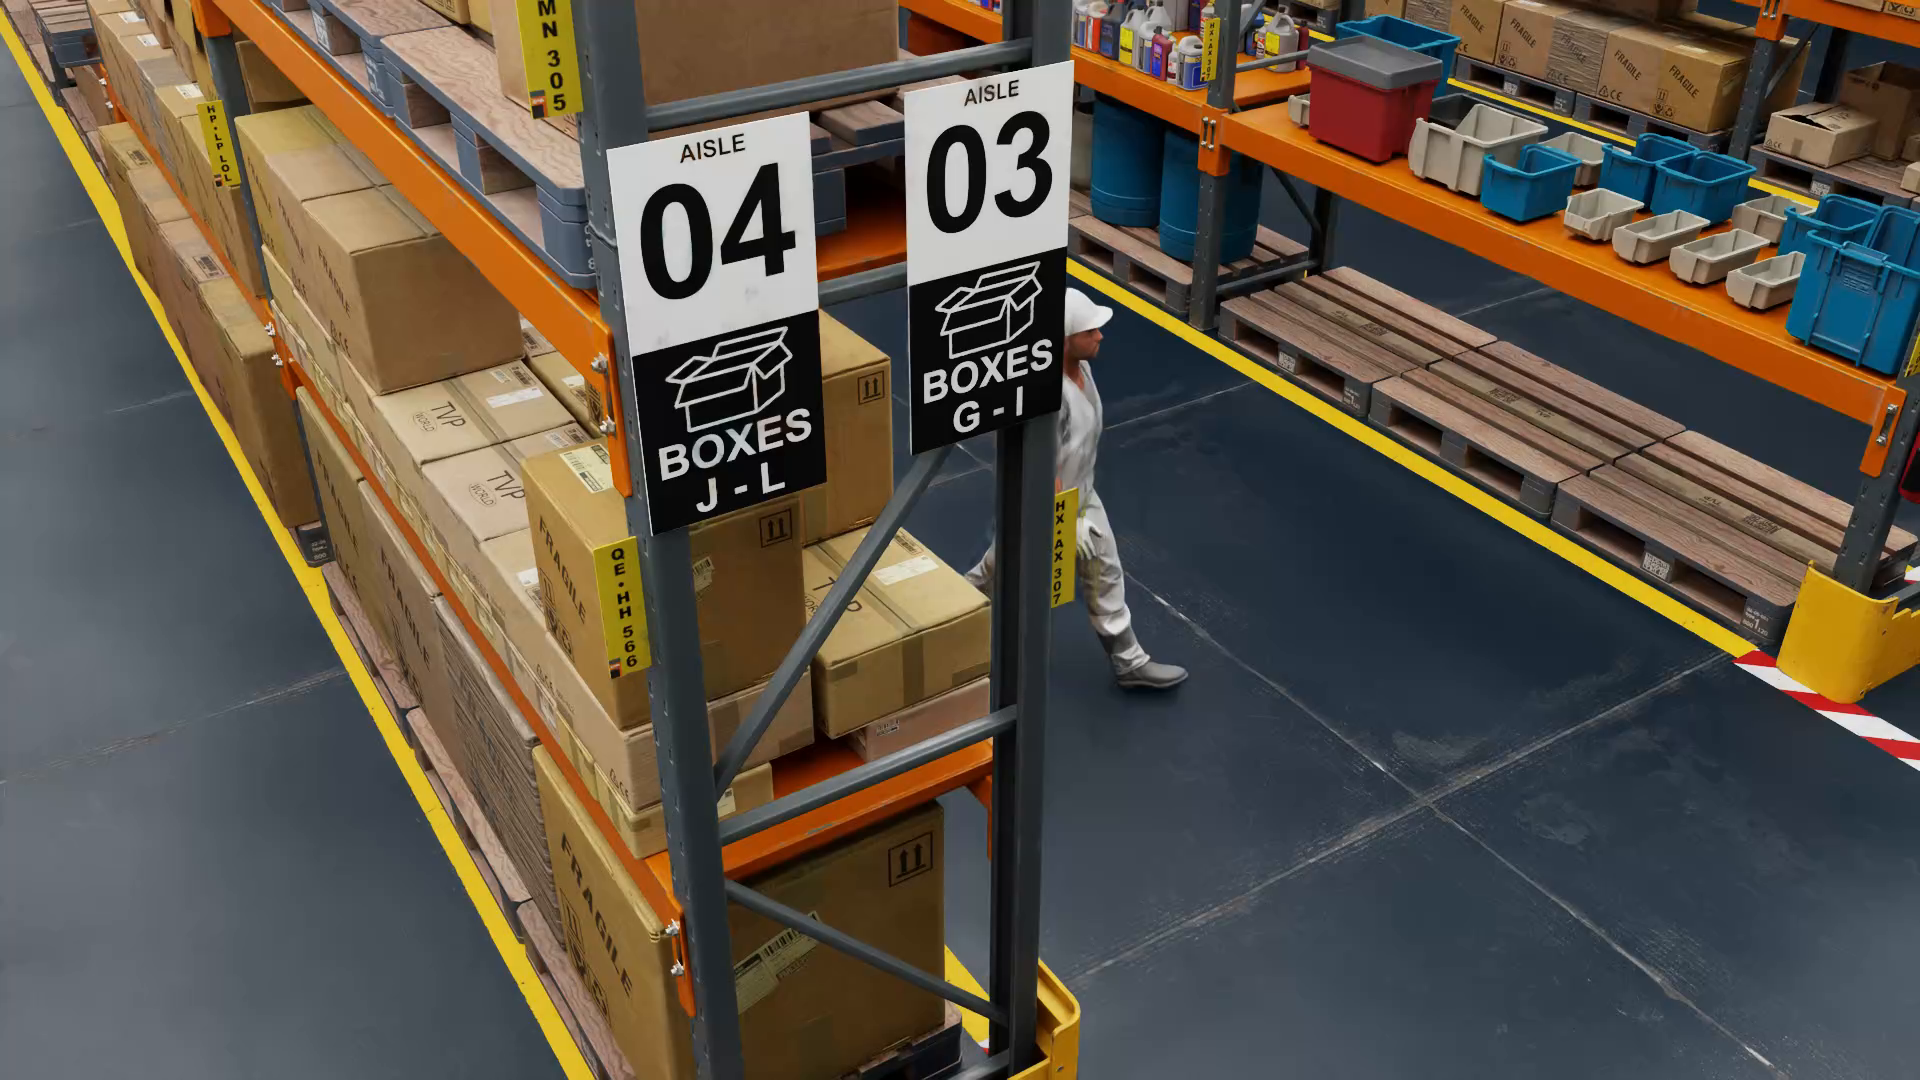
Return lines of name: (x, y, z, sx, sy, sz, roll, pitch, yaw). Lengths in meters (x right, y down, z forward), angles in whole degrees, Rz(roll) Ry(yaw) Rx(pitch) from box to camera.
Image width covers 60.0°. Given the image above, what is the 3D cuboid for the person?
person: (0.379, -0.165, 6.394, 1.087, 1.739, 0.521, 13, 35, 19)
